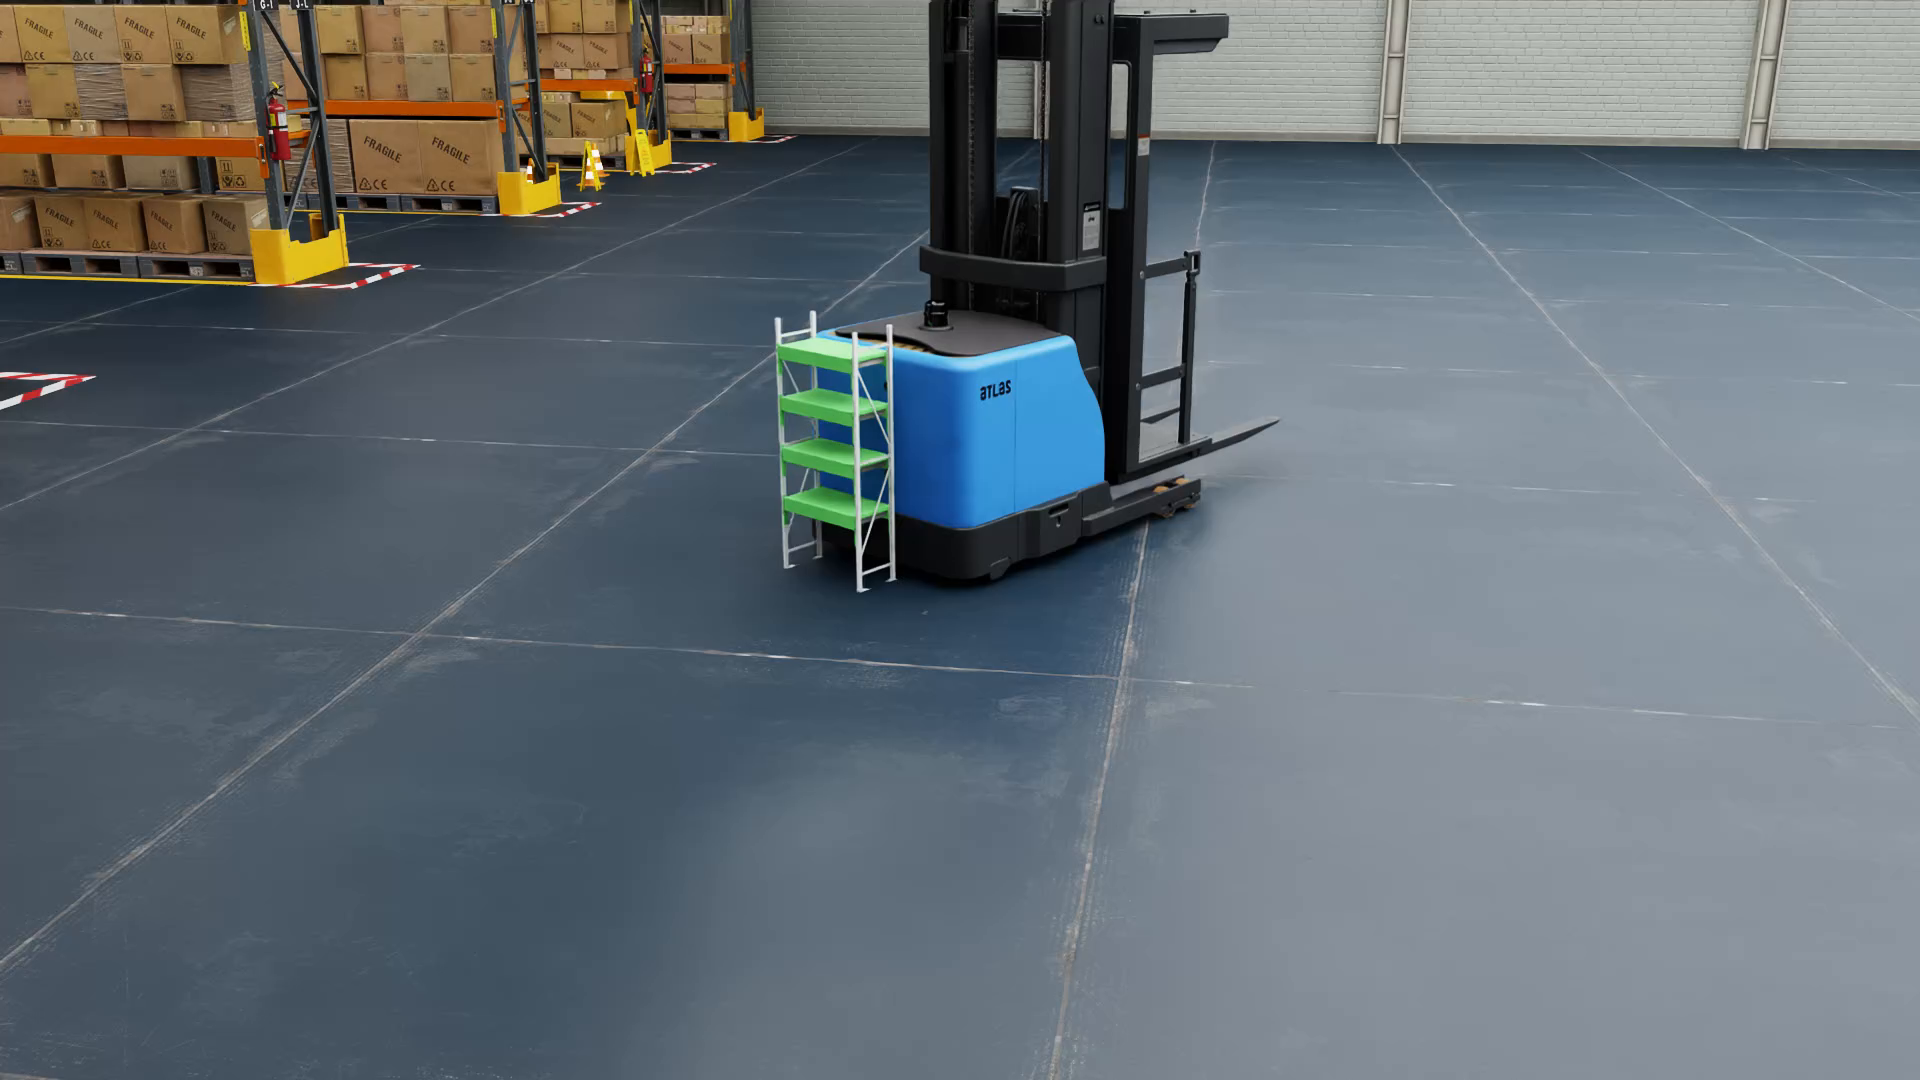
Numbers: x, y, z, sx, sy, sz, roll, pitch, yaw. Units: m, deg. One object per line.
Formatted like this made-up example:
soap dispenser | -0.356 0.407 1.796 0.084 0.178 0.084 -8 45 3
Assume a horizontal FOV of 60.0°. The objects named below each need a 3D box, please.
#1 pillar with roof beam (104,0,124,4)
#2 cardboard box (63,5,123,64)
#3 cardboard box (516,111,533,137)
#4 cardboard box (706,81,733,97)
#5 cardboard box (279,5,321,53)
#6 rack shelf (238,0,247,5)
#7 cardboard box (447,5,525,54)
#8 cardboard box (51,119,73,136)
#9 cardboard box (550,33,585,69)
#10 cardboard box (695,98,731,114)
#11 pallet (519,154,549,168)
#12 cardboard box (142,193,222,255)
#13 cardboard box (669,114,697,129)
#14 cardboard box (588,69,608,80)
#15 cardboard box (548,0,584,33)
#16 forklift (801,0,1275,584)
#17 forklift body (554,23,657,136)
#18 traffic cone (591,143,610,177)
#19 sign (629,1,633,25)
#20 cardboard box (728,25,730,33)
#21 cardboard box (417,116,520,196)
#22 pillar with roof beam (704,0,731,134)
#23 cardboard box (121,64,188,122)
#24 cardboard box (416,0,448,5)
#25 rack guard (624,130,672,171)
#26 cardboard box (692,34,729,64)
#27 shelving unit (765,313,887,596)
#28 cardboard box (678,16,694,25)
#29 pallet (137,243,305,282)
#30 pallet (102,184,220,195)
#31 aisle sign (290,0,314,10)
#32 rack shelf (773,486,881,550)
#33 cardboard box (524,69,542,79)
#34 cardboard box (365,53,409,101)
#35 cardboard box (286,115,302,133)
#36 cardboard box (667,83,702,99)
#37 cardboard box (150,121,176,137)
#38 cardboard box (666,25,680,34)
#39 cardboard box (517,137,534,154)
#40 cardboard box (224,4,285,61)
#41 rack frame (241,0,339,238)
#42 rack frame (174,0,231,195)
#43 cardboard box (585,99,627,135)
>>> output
pillar with roof beam | -16.918 -11.039 27.114 0.400 9.000 9.100 3 19 9
cardboard box | -7.768 -4.624 15.193 0.500 0.500 0.500 3 19 9
cardboard box | -6.471 -6.329 24.980 0.500 0.500 0.500 2 19 7
cardboard box | -4.287 -8.075 29.804 0.500 0.250 0.500 3 19 8
cardboard box | -7.829 -6.204 20.180 0.550 0.550 0.875 3 19 9
rack shelf | -8.173 -5.144 15.355 4.000 0.370 1.077 3 19 9
cardboard box | -5.672 -6.125 19.942 0.550 0.550 0.875 3 19 9
cardboard box | -8.246 -3.869 15.536 0.250 0.149 0.380 3 19 9
cardboard box | -5.699 -7.223 24.535 0.500 0.500 0.500 3 19 9
cardboard box | -4.373 -7.681 29.414 0.500 0.250 0.500 3 19 8
pallet | -6.699 -5.862 25.490 1.213 0.211 1.003 3 19 9
cardboard box | -7.407 -3.032 15.914 0.500 0.500 0.500 8 20 23
cardboard box | -4.846 -7.470 29.572 0.500 0.250 0.500 3 19 9
cardboard box | -5.297 -6.877 24.525 0.250 0.149 0.380 3 19 8
cardboard box | -5.664 -7.714 24.429 0.500 0.500 0.700 3 19 9
forklift | 0.586 -1.584 8.419 1.130 2.935 3.031 16 24 39
forklift body | -6.004 -7.743 28.055 1.214 2.155 2.313 3 19 9
traffic cone | -5.255 -5.481 23.955 0.334 0.463 0.336 3 19 9
sign | -4.734 -7.593 23.945 0.005 0.325 0.100 3 19 9
cardboard box | -4.136 -9.075 29.519 0.250 0.149 0.380 2 19 7
cardboard box | -5.991 -4.716 20.356 0.875 0.875 0.875 3 19 9
pillar with roof beam | -5.070 -10.435 25.309 0.400 9.000 9.100 3 19 9
cardboard box | -7.249 -4.174 15.425 0.500 0.500 0.875 3 19 9
cardboard box | -7.675 -7.808 24.709 0.500 0.500 0.700 3 19 9
rack guard | -4.701 -5.885 25.103 0.348 0.500 1.175 3 19 9
cardboard box | -4.370 -8.612 29.156 0.500 0.500 0.500 3 19 7
shelving unit | -0.607 -0.394 7.589 0.503 1.200 0.258 16 24 39
cardboard box | -4.741 -9.077 29.056 0.250 0.149 0.380 3 19 10
pallet | -7.069 -2.695 16.026 1.213 0.211 1.003 3 19 9
pallet | -10.035 -4.405 21.135 1.213 0.211 1.003 3 19 9
aisle sign | -6.089 -5.285 15.275 0.004 0.787 0.394 3 19 9
rack shelf | -0.607 -0.106 7.686 0.480 0.148 0.258 16 24 39
cardboard box | -6.303 -6.942 24.718 0.250 0.149 0.380 3 19 8
cardboard box | -6.764 -5.675 20.299 0.550 0.550 0.875 3 19 9
cardboard box | -6.442 -3.932 15.722 0.250 0.149 0.380 3 19 9
cardboard box | -4.852 -7.940 29.403 0.500 0.250 0.500 3 19 10
cardboard box | -7.258 -3.819 15.385 0.250 0.149 0.380 3 19 9
cardboard box | -4.976 -8.958 29.169 0.250 0.149 0.380 3 19 8
cardboard box | -6.495 -5.971 25.093 0.500 0.250 0.500 2 19 7
cardboard box | -6.698 -4.737 15.532 0.500 0.500 0.500 3 19 9
rack frame | -6.198 -3.962 15.416 0.127 3.000 1.000 3 19 9
rack frame | -9.261 -5.712 20.647 0.127 3.000 1.000 3 19 9
cardboard box | -5.402 -6.446 25.329 0.500 0.500 0.500 2 19 7
